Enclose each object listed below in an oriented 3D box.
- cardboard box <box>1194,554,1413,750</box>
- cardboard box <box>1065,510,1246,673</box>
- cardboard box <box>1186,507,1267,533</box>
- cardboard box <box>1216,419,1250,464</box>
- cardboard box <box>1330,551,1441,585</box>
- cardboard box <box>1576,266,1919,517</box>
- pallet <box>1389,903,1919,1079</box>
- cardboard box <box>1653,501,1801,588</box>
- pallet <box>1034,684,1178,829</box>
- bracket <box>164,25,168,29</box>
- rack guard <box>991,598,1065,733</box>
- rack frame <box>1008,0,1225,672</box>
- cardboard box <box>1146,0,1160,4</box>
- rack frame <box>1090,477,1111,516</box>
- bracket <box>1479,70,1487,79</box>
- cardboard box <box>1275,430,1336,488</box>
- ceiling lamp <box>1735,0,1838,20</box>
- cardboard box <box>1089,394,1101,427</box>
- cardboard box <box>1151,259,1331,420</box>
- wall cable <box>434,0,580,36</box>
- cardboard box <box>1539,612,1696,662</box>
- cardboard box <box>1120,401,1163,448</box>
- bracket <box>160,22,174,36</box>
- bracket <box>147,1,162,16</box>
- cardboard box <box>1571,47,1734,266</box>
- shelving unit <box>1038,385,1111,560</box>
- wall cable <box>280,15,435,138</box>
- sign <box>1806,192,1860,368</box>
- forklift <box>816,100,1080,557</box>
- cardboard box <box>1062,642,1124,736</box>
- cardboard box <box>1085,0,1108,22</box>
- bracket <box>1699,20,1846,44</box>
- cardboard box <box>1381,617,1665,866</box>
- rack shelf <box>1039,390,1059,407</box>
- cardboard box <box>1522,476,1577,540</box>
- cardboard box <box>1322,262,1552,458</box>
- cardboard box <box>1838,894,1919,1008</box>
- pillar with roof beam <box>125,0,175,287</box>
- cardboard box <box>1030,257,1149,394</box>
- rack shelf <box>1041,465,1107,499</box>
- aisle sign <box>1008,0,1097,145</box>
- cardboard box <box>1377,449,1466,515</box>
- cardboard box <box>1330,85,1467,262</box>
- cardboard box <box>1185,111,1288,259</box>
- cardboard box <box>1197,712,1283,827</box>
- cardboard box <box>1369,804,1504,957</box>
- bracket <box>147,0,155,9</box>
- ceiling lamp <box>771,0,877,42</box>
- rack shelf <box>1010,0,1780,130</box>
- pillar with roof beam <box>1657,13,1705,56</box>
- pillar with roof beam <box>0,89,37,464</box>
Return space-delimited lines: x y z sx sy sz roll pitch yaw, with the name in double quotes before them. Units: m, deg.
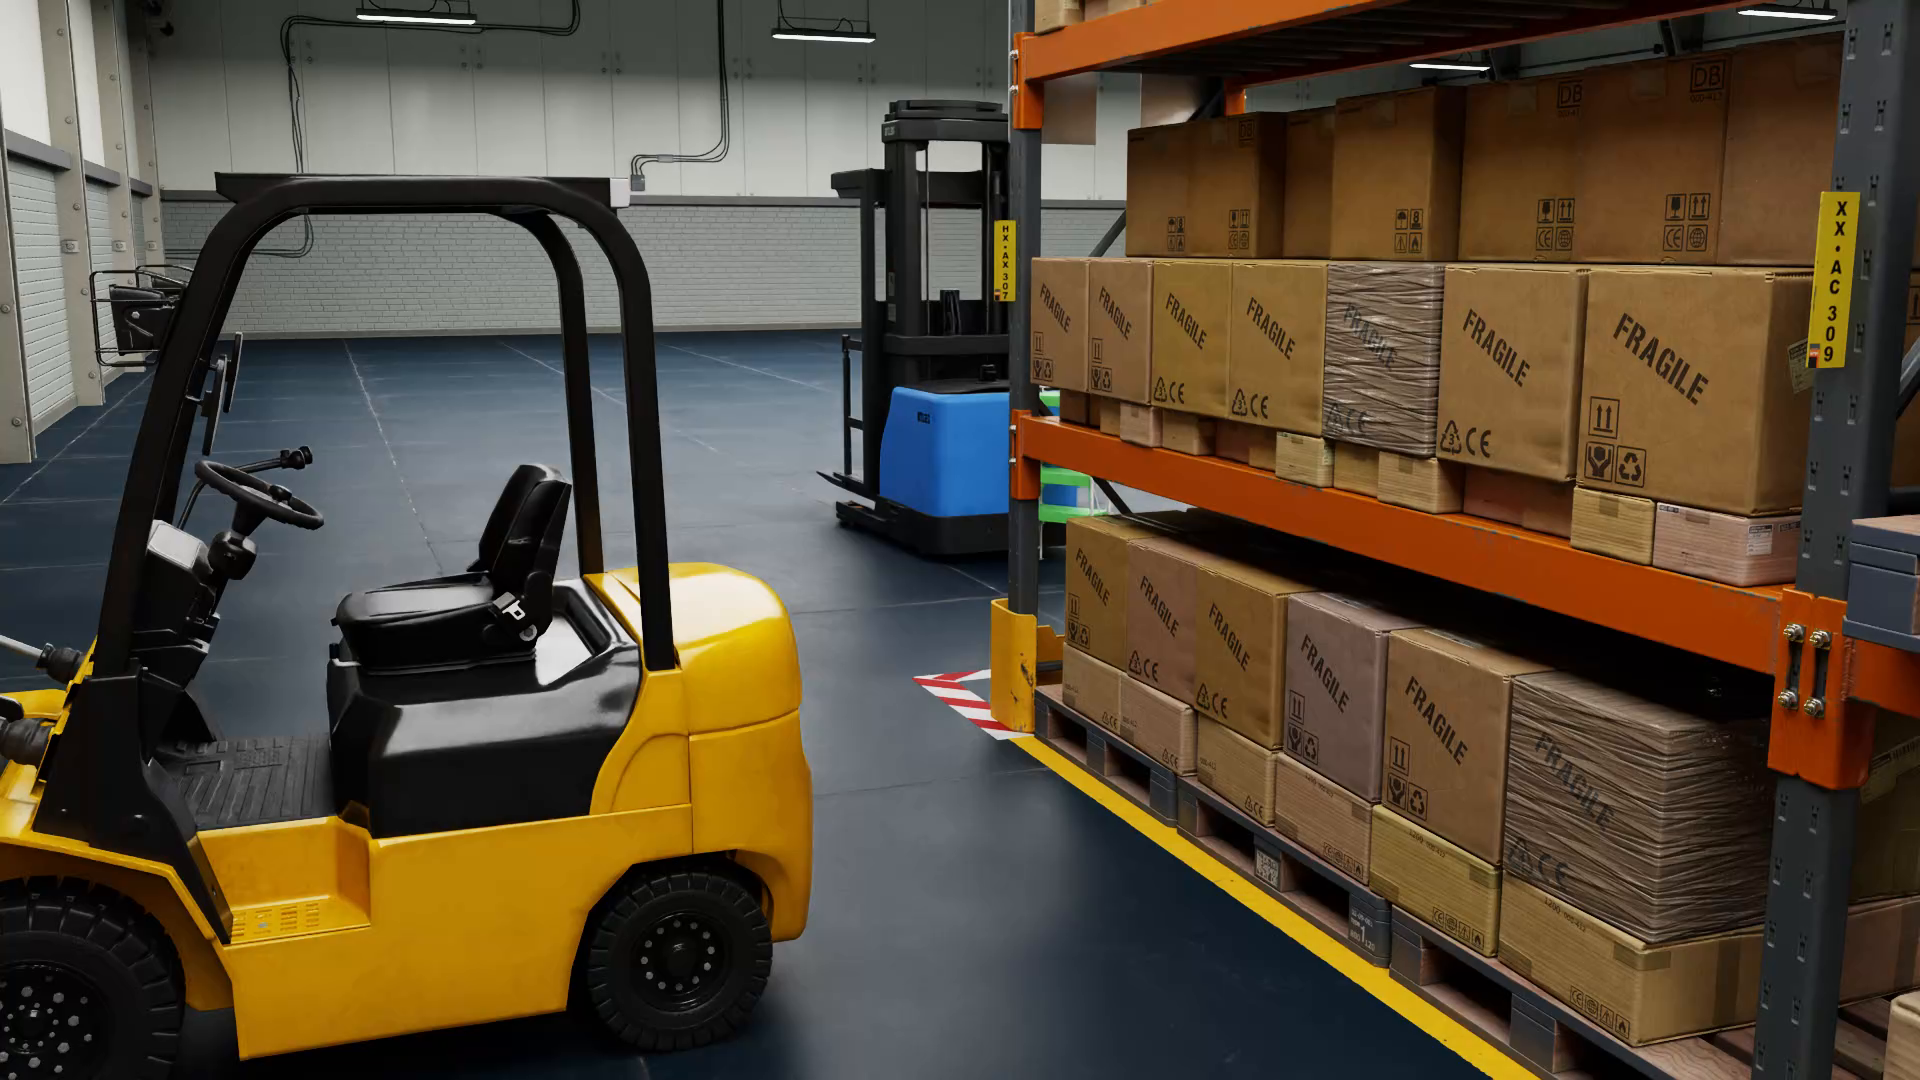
"cardboard box" 1.104 0.350 5.401 0.500 0.500 0.500 -4 11 -20
"cardboard box" 0.736 0.182 6.342 0.500 0.500 0.500 -4 11 -23
"cardboard box" 1.226 0.143 6.560 0.500 0.500 0.500 -4 11 -21
"cardboard box" 1.074 -0.344 5.506 0.380 0.149 0.250 -4 11 -19
"cardboard box" 1.594 0.311 5.617 0.500 0.500 0.500 -4 11 -22
"cardboard box" 1.749 -0.348 3.678 0.500 0.500 0.500 -4 11 -22
"pallet" 1.866 1.170 4.242 1.003 0.211 1.213 -4 11 -21
"cardboard box" 1.741 -0.005 3.602 0.380 0.149 0.250 -4 11 -21
"pallet" 0.981 0.771 6.481 1.003 0.211 1.213 -4 11 -21
"bracket" -15.856 -10.266 33.158 0.076 0.066 3.189 -4 11 -21
"rack guard" 0.720 0.494 7.213 1.175 0.500 0.348 -4 11 -21
"rack frame" 0.692 -0.749 7.064 1.000 3.000 0.127 -4 11 -21
"cardboard box" 0.865 -1.906 5.721 0.380 0.149 0.250 -4 11 -21
"rack frame" 0.867 -0.403 10.257 0.015 1.200 0.240 6 12 32
"bracket" 13.486 -11.929 42.510 0.235 0.232 0.430 -4 11 -21
"cardboard box" 1.178 -0.254 5.002 0.380 0.149 0.250 -4 11 -20
"ceiling lamp" 14.046 -10.553 28.385 2.000 3.185 0.800 -4 11 -21
"cardboard box" 0.728 -0.516 6.474 0.380 0.149 0.250 -4 11 -20
"cardboard box" 0.982 -0.682 5.555 0.500 0.500 0.500 -4 11 -22
"wall cable" -9.821 -12.243 36.009 3.097 2.526 0.112 -4 11 -21
"cardboard box" 1.975 0.482 4.657 0.500 0.500 0.500 -3 11 -19
"cardboard box" 0.797 -0.423 5.952 0.380 0.149 0.250 -4 11 -20
"bracket" -16.070 -10.362 33.700 0.235 0.232 0.430 -4 11 -21
"bracket" -14.910 -9.840 30.763 0.235 0.232 0.430 -4 11 -21
"cardboard box" 2.020 -0.954 4.229 0.700 0.500 0.500 -4 11 -21
"shelving unit" 0.662 -0.426 10.387 0.503 1.200 0.258 6 12 32
"wall cable" -12.705 -9.807 35.303 3.097 2.526 0.112 -4 11 -21
"sign" 1.639 -0.486 3.117 0.100 0.325 0.005 -4 11 -21
"forklift" -0.252 -1.554 11.786 1.130 2.935 3.031 -4 11 -22
"cardboard box" 0.727 0.547 6.429 0.500 0.250 0.500 -4 11 -21
"cardboard box" 0.689 -1.990 6.194 0.380 0.149 0.250 -4 11 -23
"bracket" 16.895 -10.394 33.879 0.076 0.066 4.783 -4 11 -21
"cardboard box" 1.491 0.520 4.445 0.500 0.500 0.500 -4 11 -20
"rack shelf" 0.662 -0.835 10.314 0.480 0.148 0.258 6 12 32
"cardboard box" 1.623 -0.093 4.096 0.380 0.149 0.250 -4 11 -21
"cardboard box" 1.364 -0.516 4.622 0.500 0.500 0.500 -4 11 -19
"cardboard box" 2.180 0.938 4.236 0.500 0.250 0.500 -4 11 -24
"pillar with roof beam" -11.379 -8.386 32.869 9.100 9.000 0.548 -4 11 -21
"cardboard box" 0.606 -0.849 6.496 0.500 0.500 0.500 -4 11 -22
"rack shelf" 0.662 -0.363 10.398 0.480 0.148 0.258 6 12 32
"aisle sign" 0.381 -2.019 6.783 0.394 0.787 0.004 -4 11 -21
"cardboard box" 1.370 -0.171 4.533 0.380 0.149 0.250 -4 11 -22
"cardboard box" 1.590 -1.117 5.145 0.700 0.500 0.500 -4 11 -21
"cardboard box" 1.257 -1.284 6.084 0.700 0.500 0.500 -4 11 -20
"cardboard box" 1.114 0.720 5.462 0.500 0.250 0.500 -3 11 -17
"cardboard box" 1.475 0.885 4.529 0.500 0.250 0.500 -4 11 -22
"bracket" -13.977 -9.419 28.399 0.076 0.066 4.783 -4 11 -21
"ceiling lamp" -2.677 -11.126 31.607 2.000 3.185 0.800 -4 11 -21
"rack shelf" 1.417 -1.545 5.029 1.077 0.370 4.000 -4 11 -21
"pillar with roof beam" 12.129 -8.859 35.530 9.100 9.000 0.548 -4 11 -21
"pillar with roof beam" -4.856 -5.448 16.352 9.100 9.000 0.400 -4 11 -21
